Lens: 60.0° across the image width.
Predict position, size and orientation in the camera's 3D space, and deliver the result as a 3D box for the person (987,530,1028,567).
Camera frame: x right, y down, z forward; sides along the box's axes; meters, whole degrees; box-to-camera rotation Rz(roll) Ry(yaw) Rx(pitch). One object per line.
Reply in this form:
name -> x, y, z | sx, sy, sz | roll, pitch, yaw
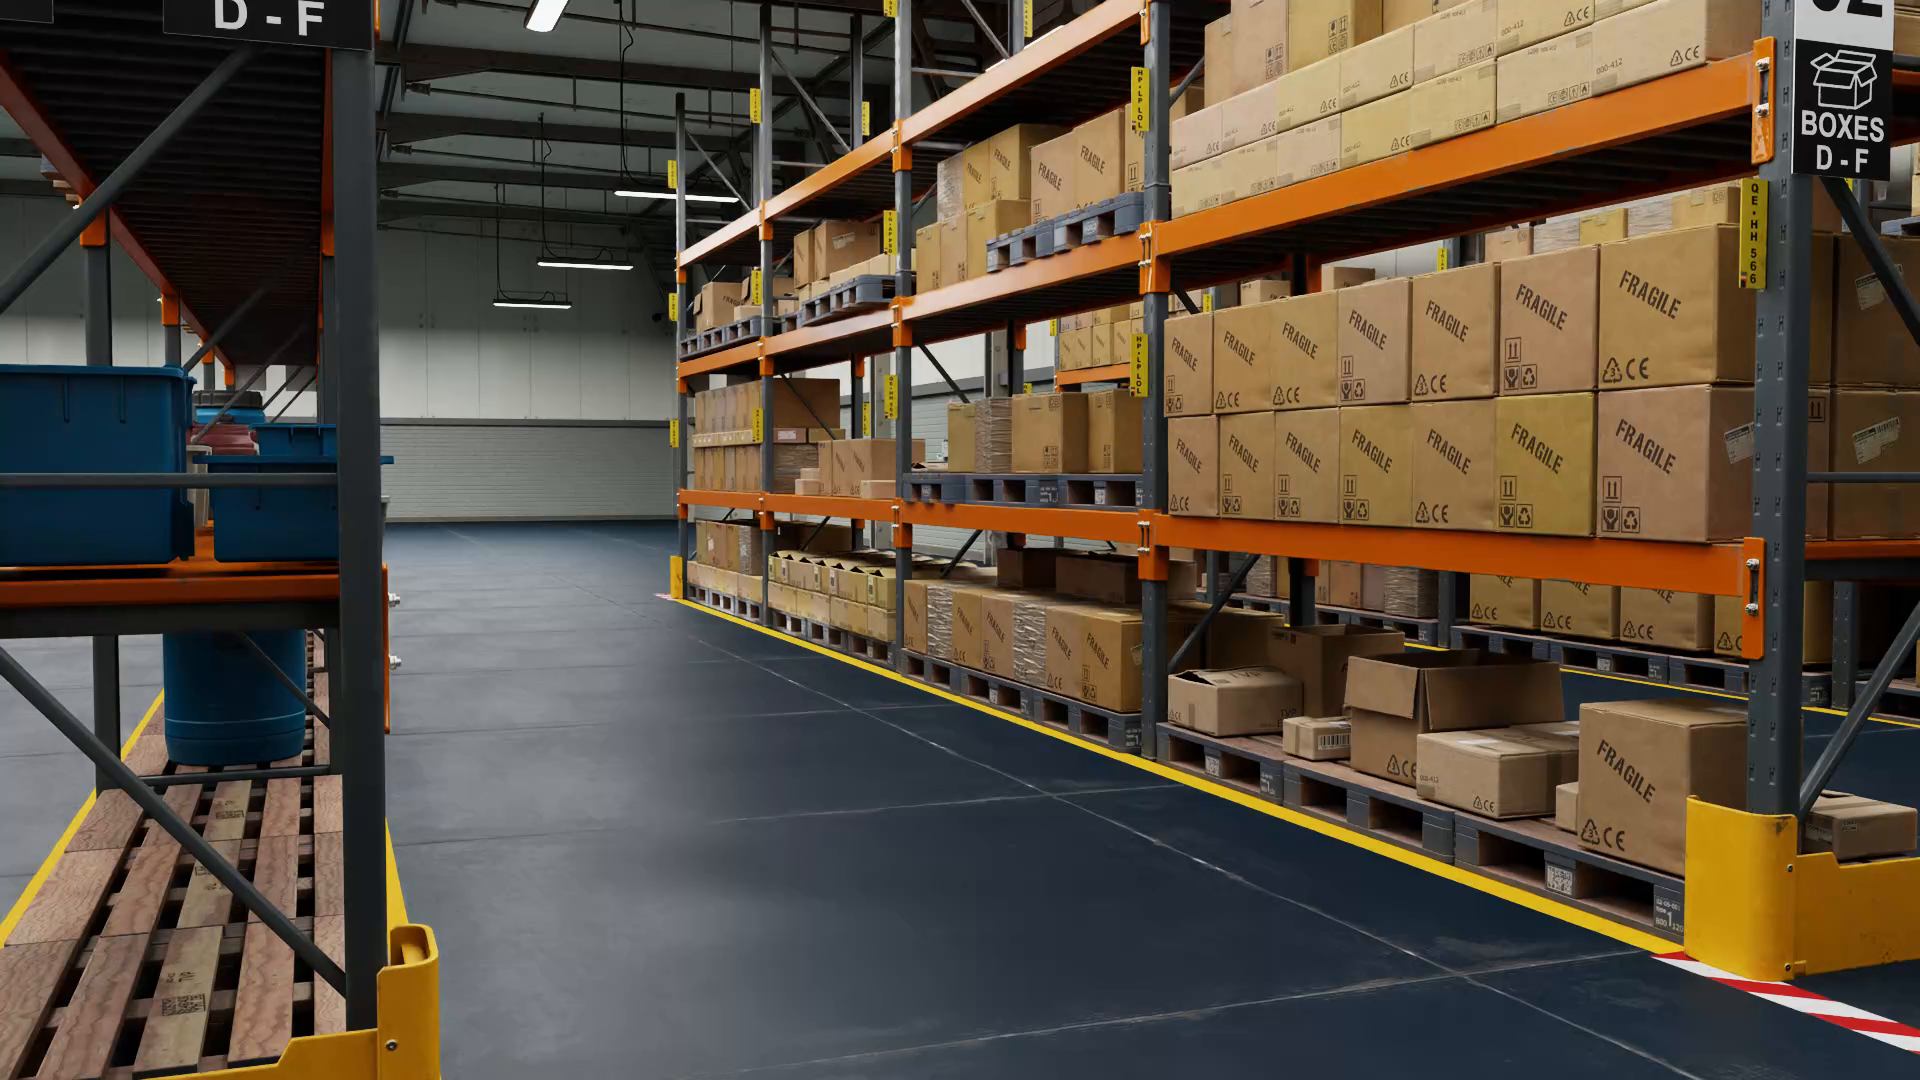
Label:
person -> 0.542, -0.086, 18.711 | 0.496, 1.732, 0.336 | -1, 2, -16
